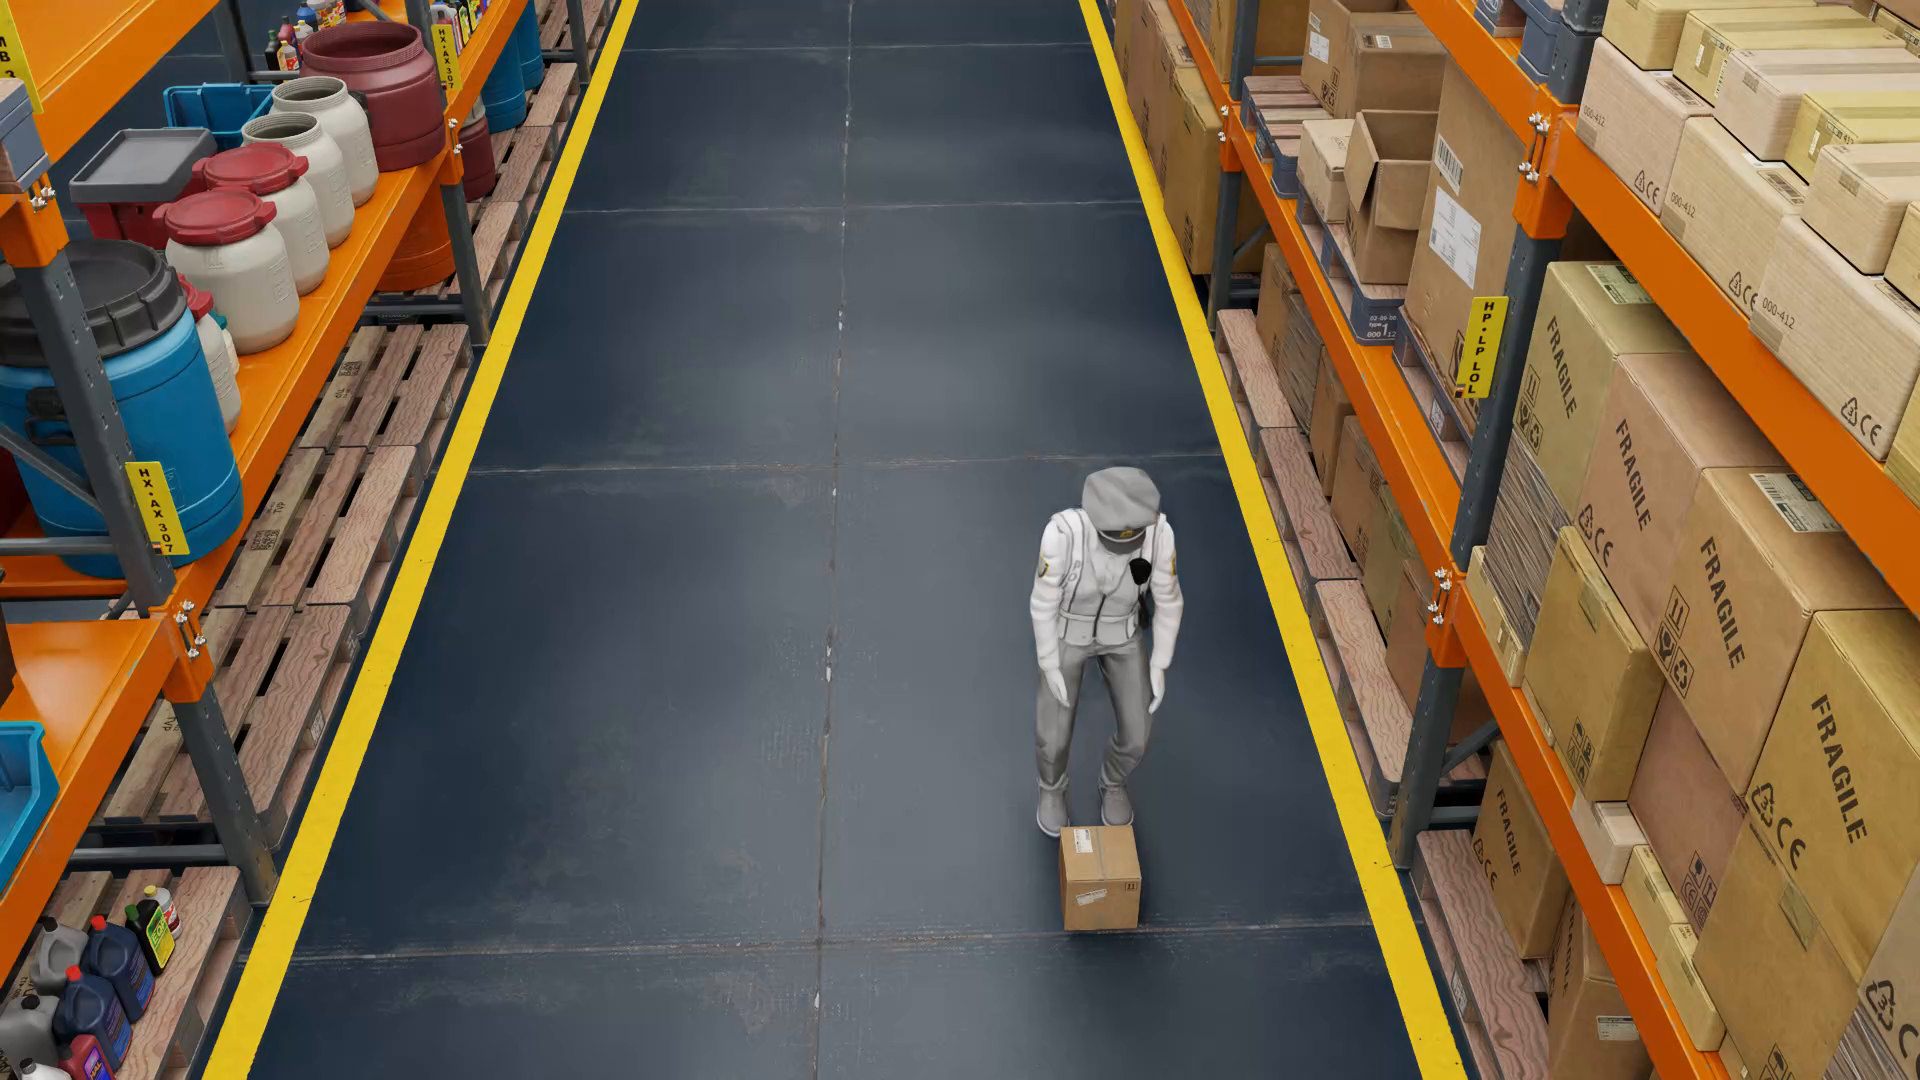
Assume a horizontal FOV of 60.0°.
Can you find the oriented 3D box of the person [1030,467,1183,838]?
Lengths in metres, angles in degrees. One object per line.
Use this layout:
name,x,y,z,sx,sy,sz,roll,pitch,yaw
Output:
person,0.493,0.383,5.713,0.520,1.555,0.543,-1,35,-1
